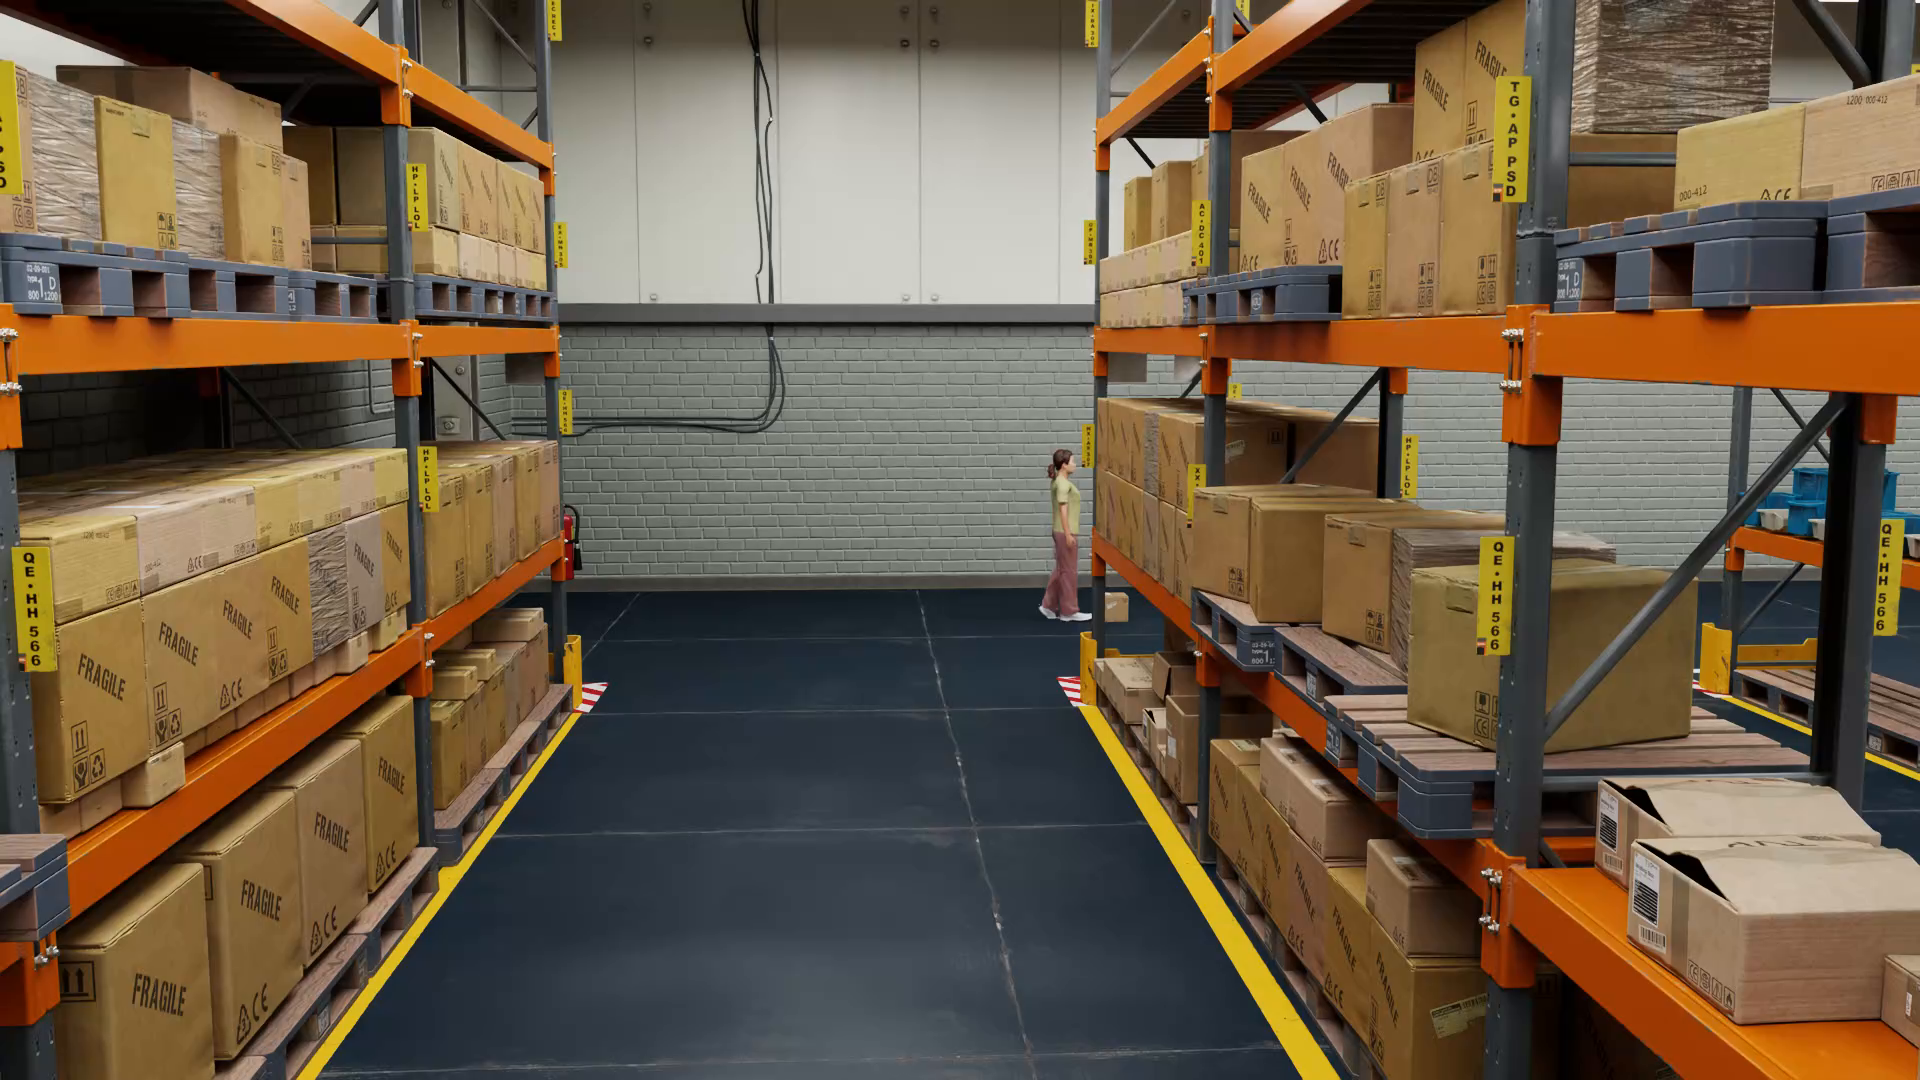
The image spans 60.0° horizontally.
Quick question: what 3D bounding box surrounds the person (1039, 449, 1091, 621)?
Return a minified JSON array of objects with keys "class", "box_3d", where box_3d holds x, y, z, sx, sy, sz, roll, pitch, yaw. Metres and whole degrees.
[{"class":"person","box_3d":[1.028,-0.012,16.137,0.498,1.739,0.451,0,7,-3]}]
